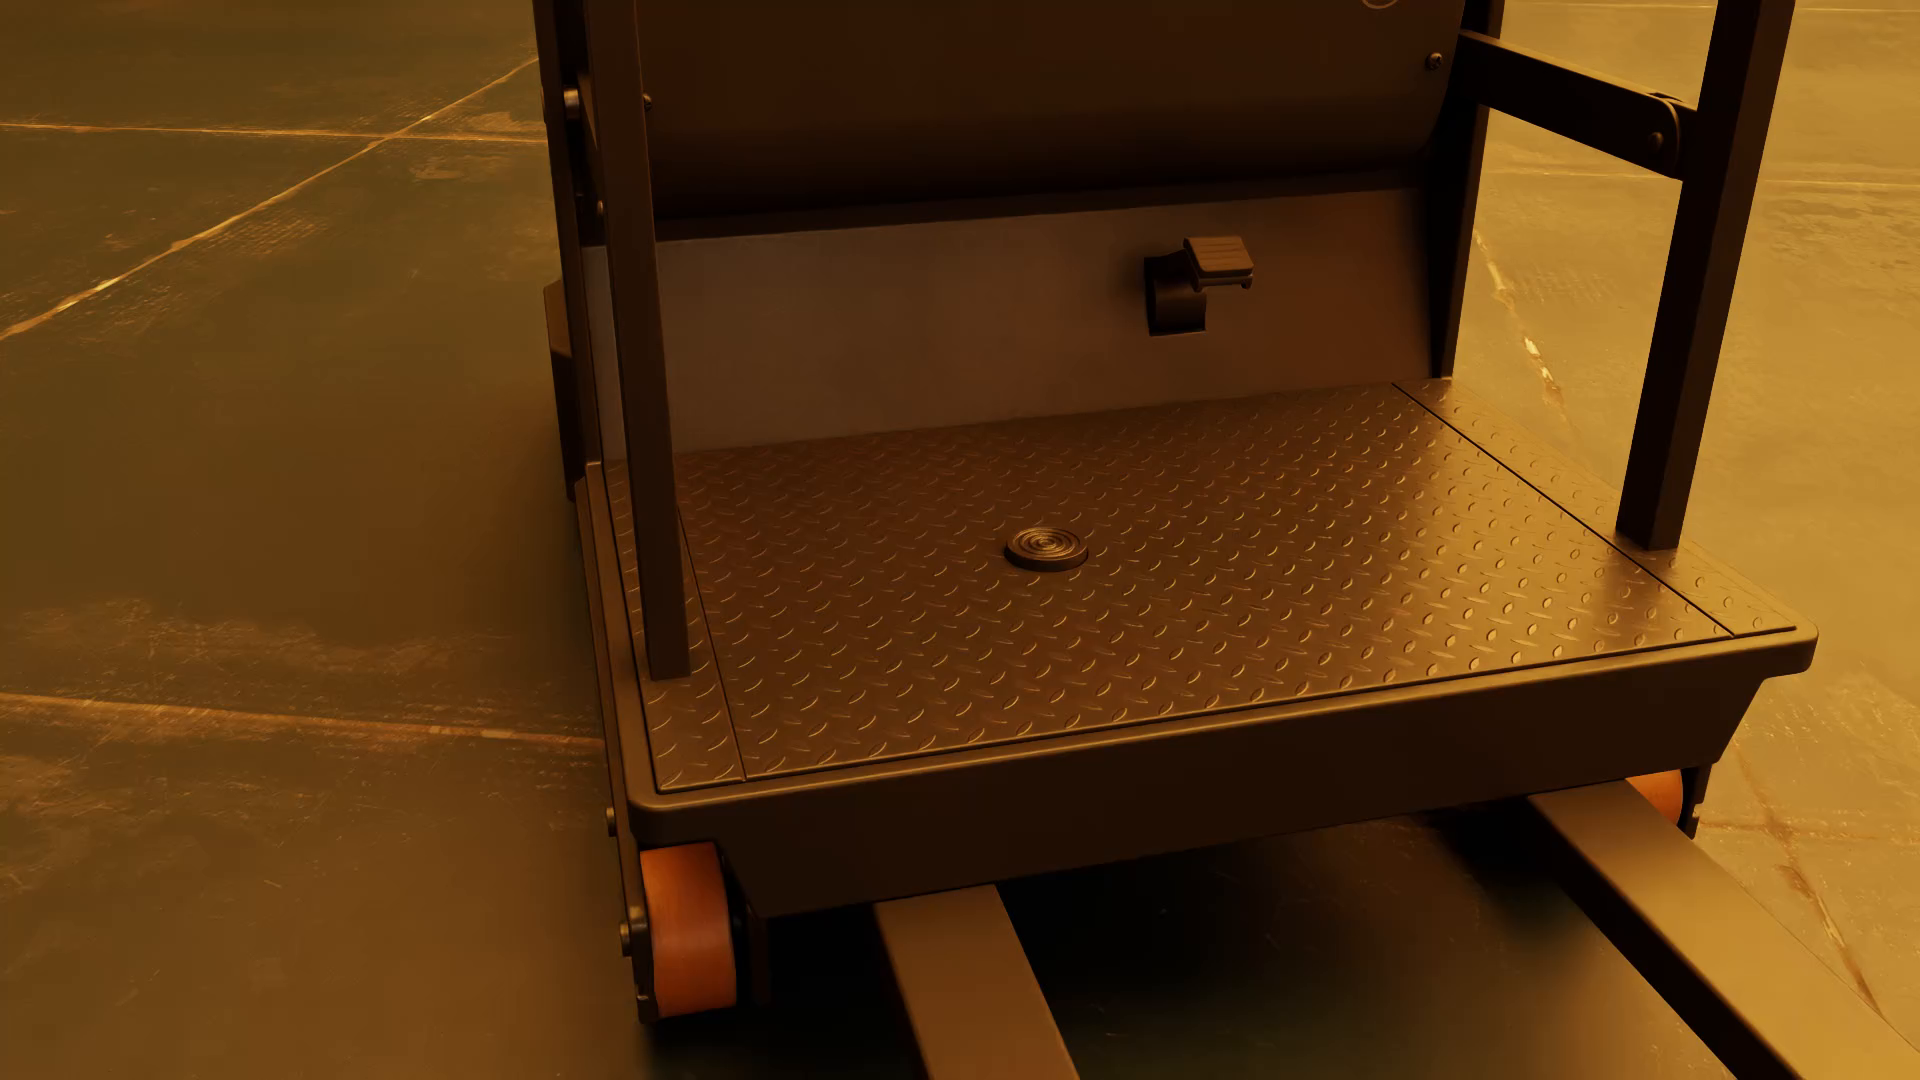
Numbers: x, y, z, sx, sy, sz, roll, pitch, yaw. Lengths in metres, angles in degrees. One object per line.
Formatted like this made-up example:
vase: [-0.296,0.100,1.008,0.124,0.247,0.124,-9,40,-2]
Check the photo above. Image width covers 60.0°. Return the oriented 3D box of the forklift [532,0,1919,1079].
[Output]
forklift: [0.153,-1.049,1.319,1.130,2.935,3.031,-7,27,-13]
